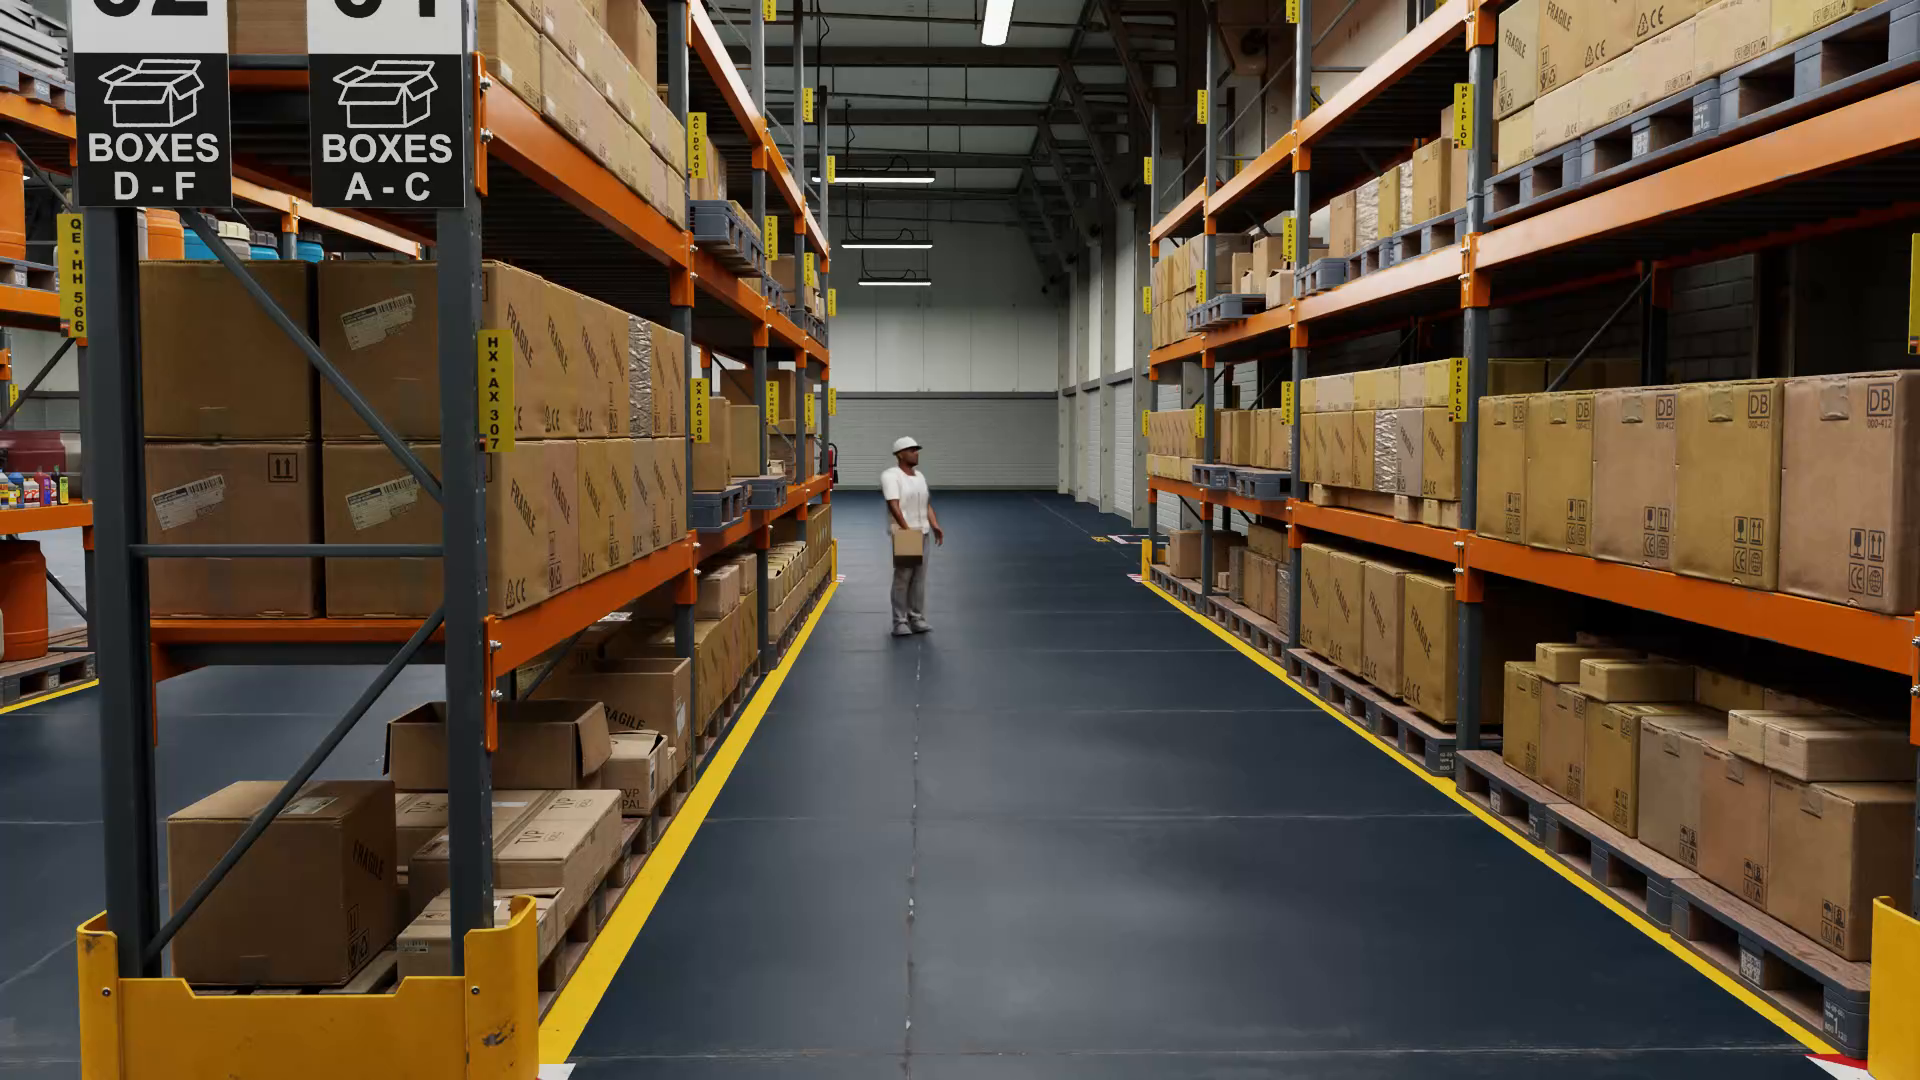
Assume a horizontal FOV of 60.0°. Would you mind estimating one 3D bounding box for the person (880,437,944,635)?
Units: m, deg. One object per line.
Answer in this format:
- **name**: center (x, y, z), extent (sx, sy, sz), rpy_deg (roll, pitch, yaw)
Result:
- **person**: center (-0.442, -0.043, 15.074), extent (0.498, 1.769, 0.603), rpy_deg (3, 5, 38)
